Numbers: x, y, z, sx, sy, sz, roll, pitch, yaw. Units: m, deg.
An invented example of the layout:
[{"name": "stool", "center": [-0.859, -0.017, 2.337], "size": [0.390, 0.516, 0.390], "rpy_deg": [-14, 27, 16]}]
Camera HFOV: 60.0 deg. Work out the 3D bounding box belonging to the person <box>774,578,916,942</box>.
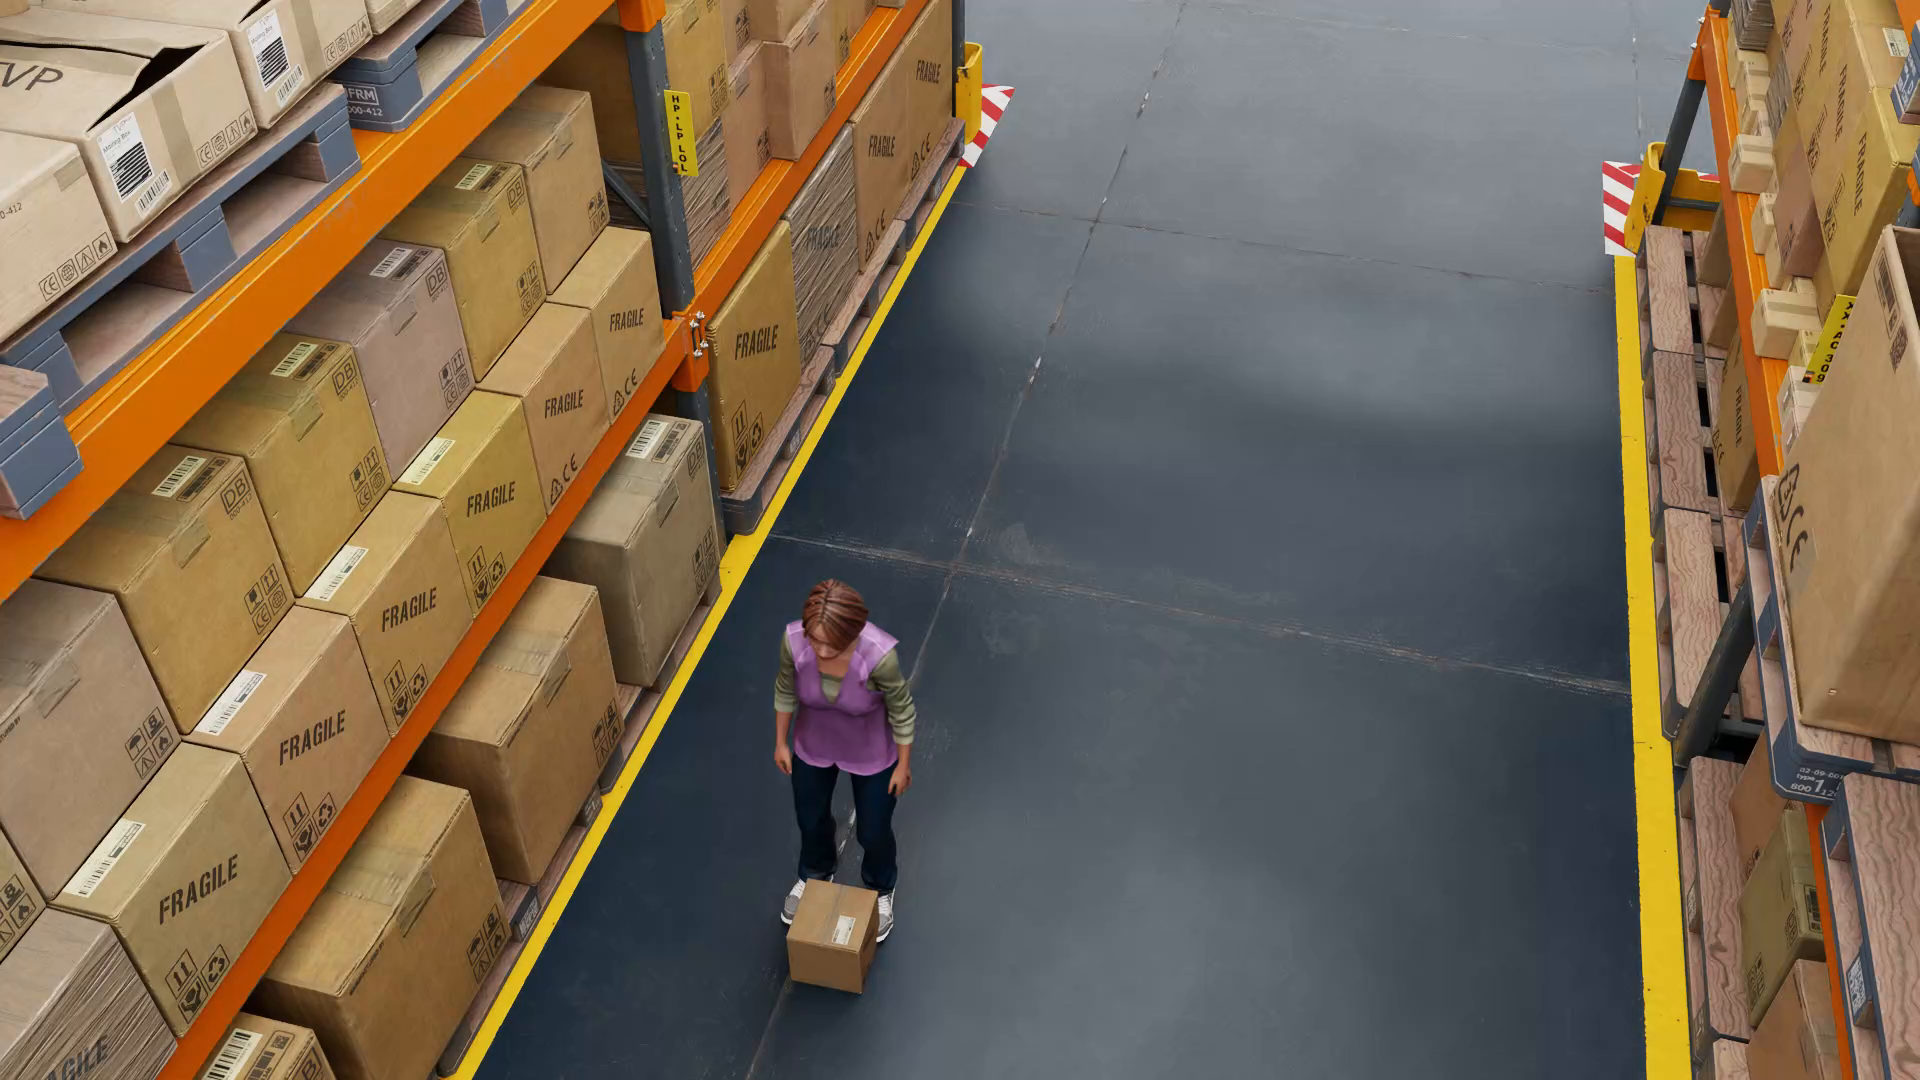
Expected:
[{"name": "person", "center": [-0.375, 0.696, 5.384], "size": [0.470, 1.591, 0.350], "rpy_deg": [10, 42, 11]}]
